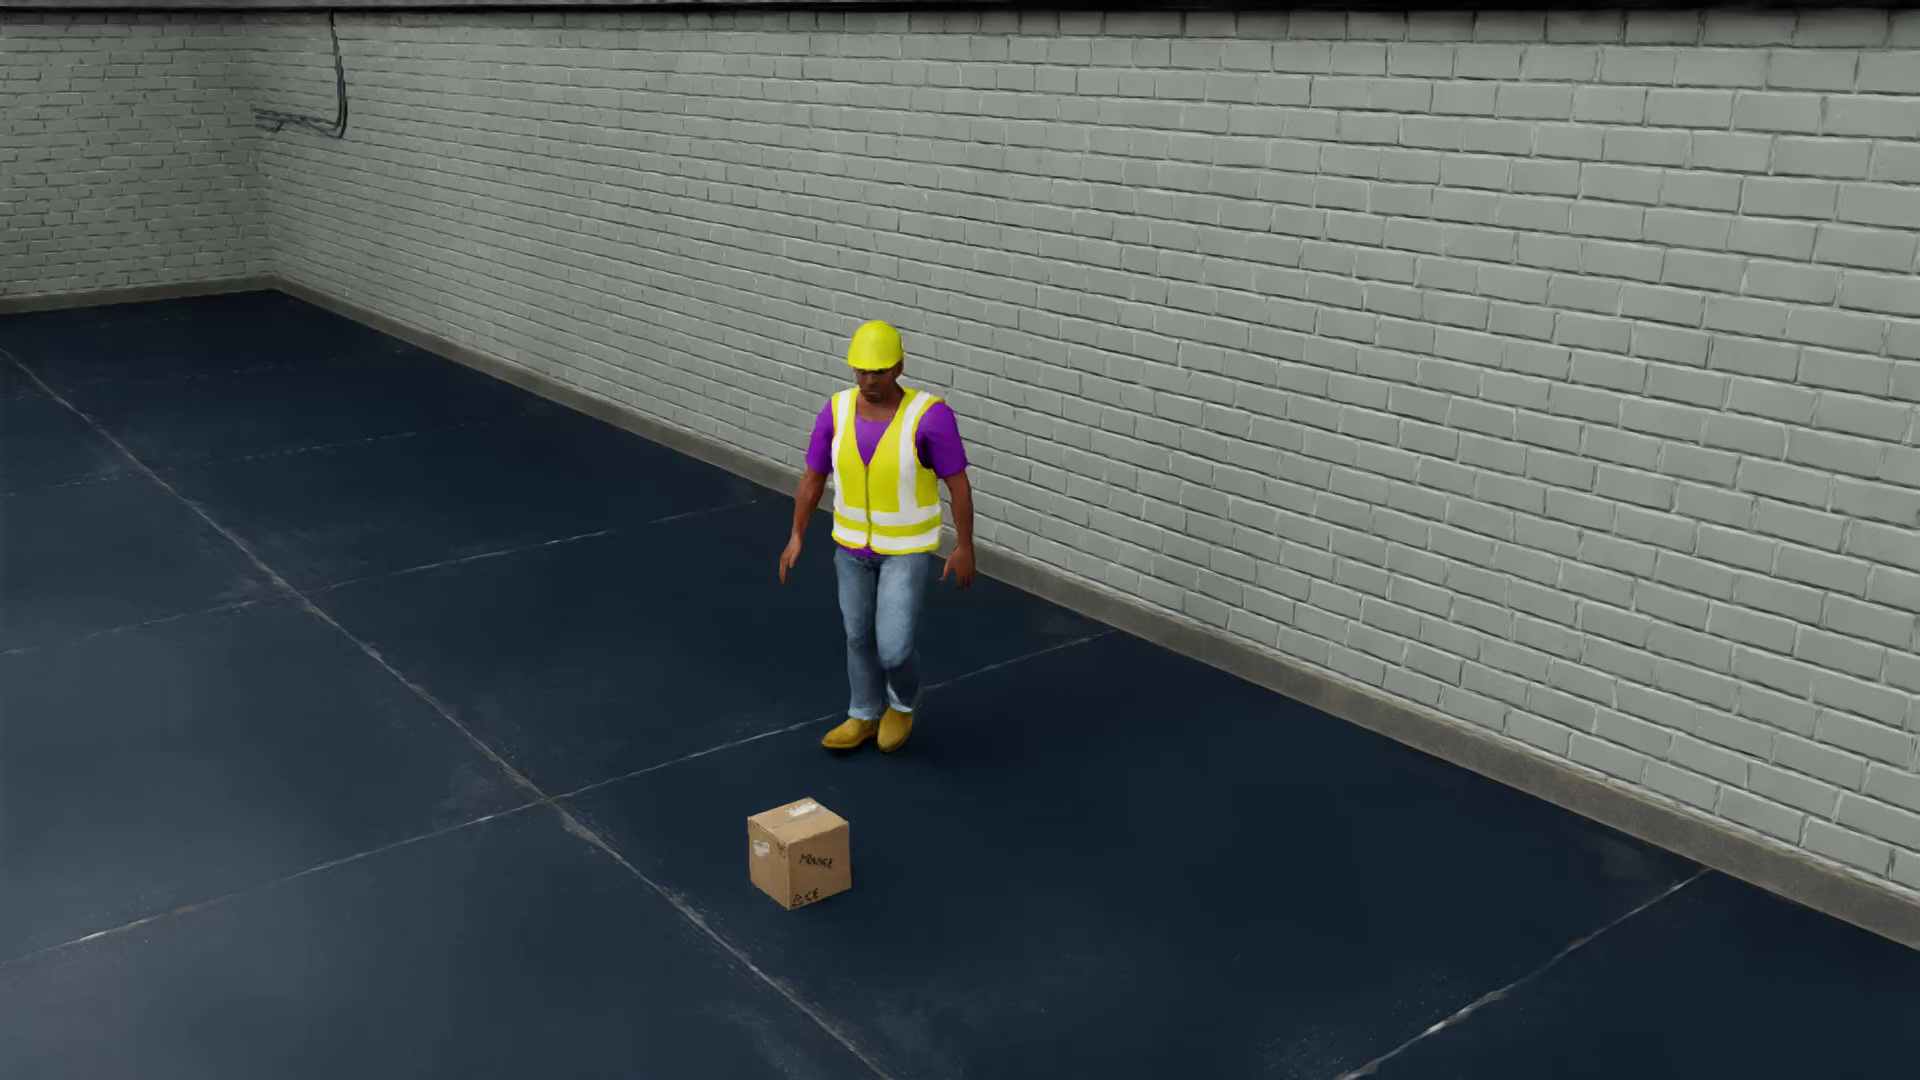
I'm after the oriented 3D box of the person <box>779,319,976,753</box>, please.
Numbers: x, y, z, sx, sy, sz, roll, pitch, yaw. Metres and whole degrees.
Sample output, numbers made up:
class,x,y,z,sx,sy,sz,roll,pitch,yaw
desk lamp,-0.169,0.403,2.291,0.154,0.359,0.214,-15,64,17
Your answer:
class,x,y,z,sx,sy,sz,roll,pitch,yaw
person,-0.305,0.023,6.381,0.728,1.758,0.471,7,19,22
